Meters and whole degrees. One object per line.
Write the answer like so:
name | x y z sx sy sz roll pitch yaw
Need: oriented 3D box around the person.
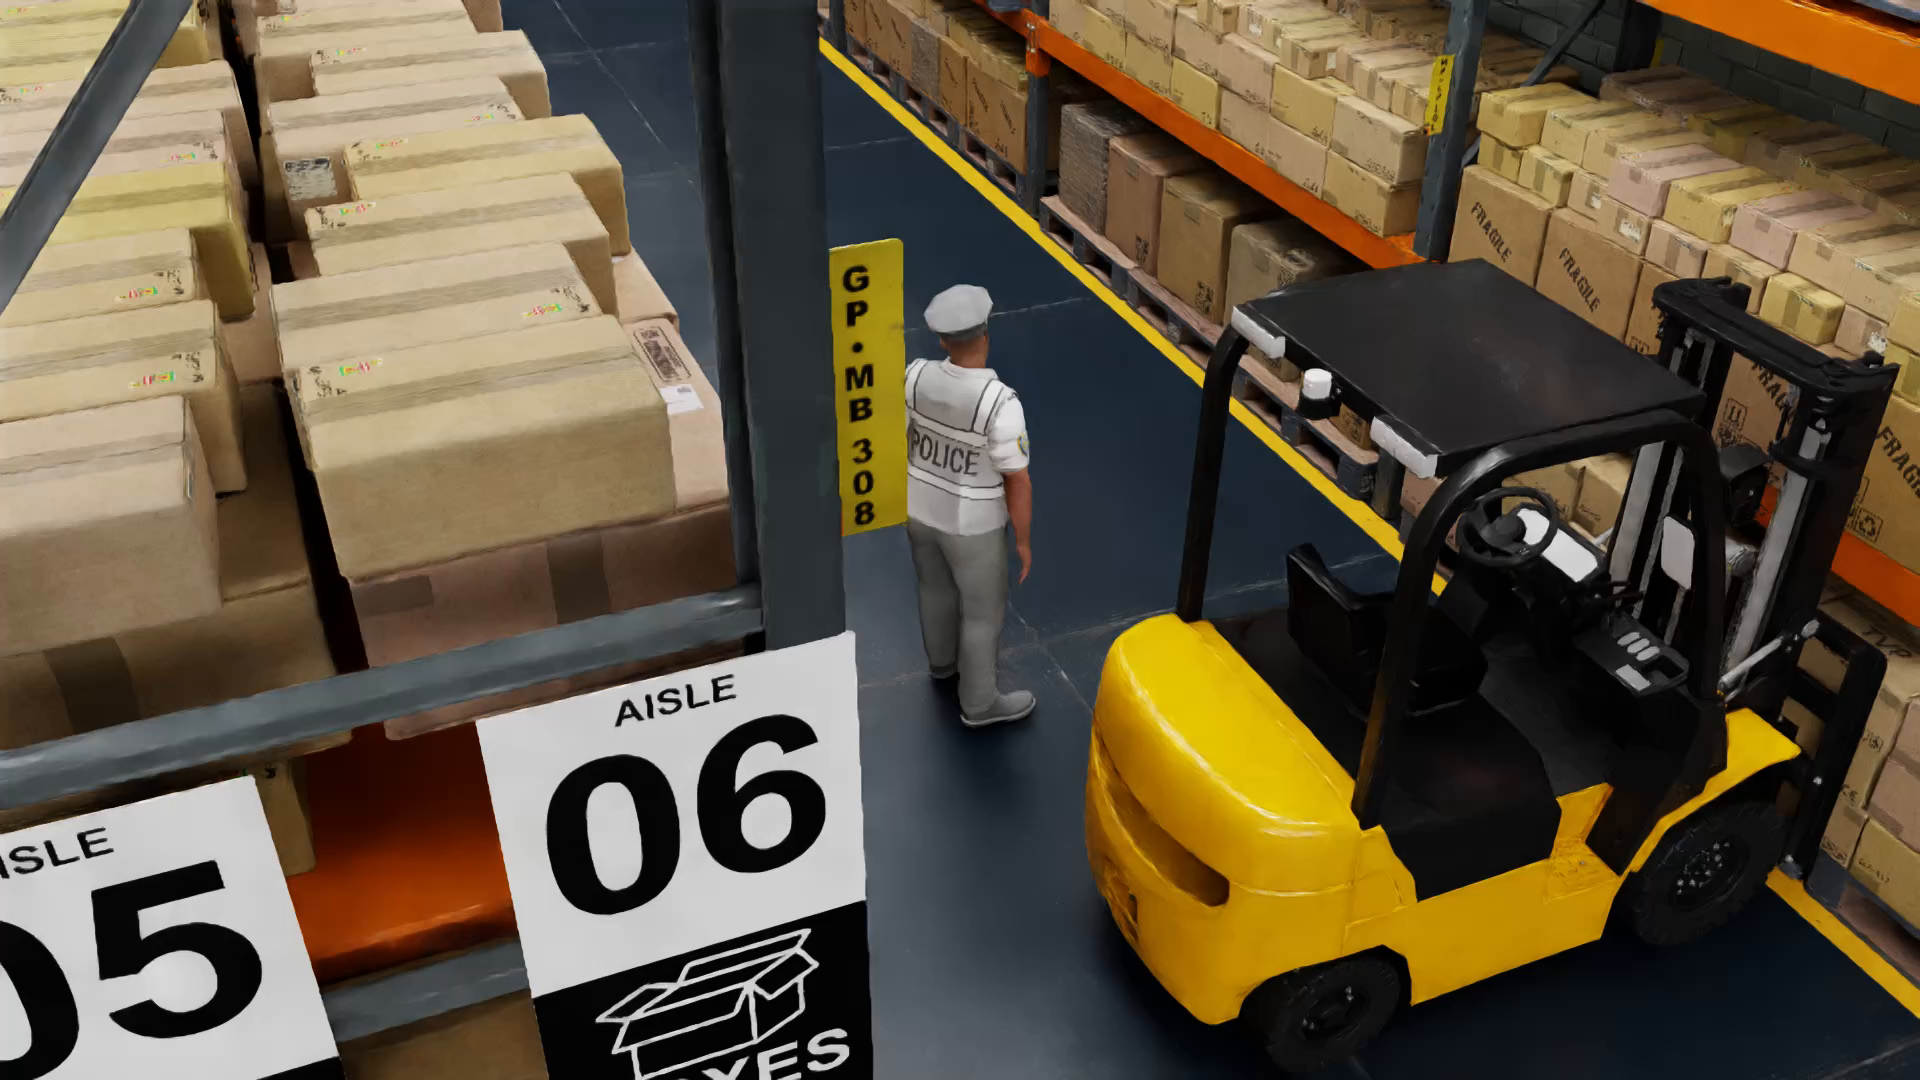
person | 0.068 -0.119 6.272 0.590 1.769 0.544 21 39 28
